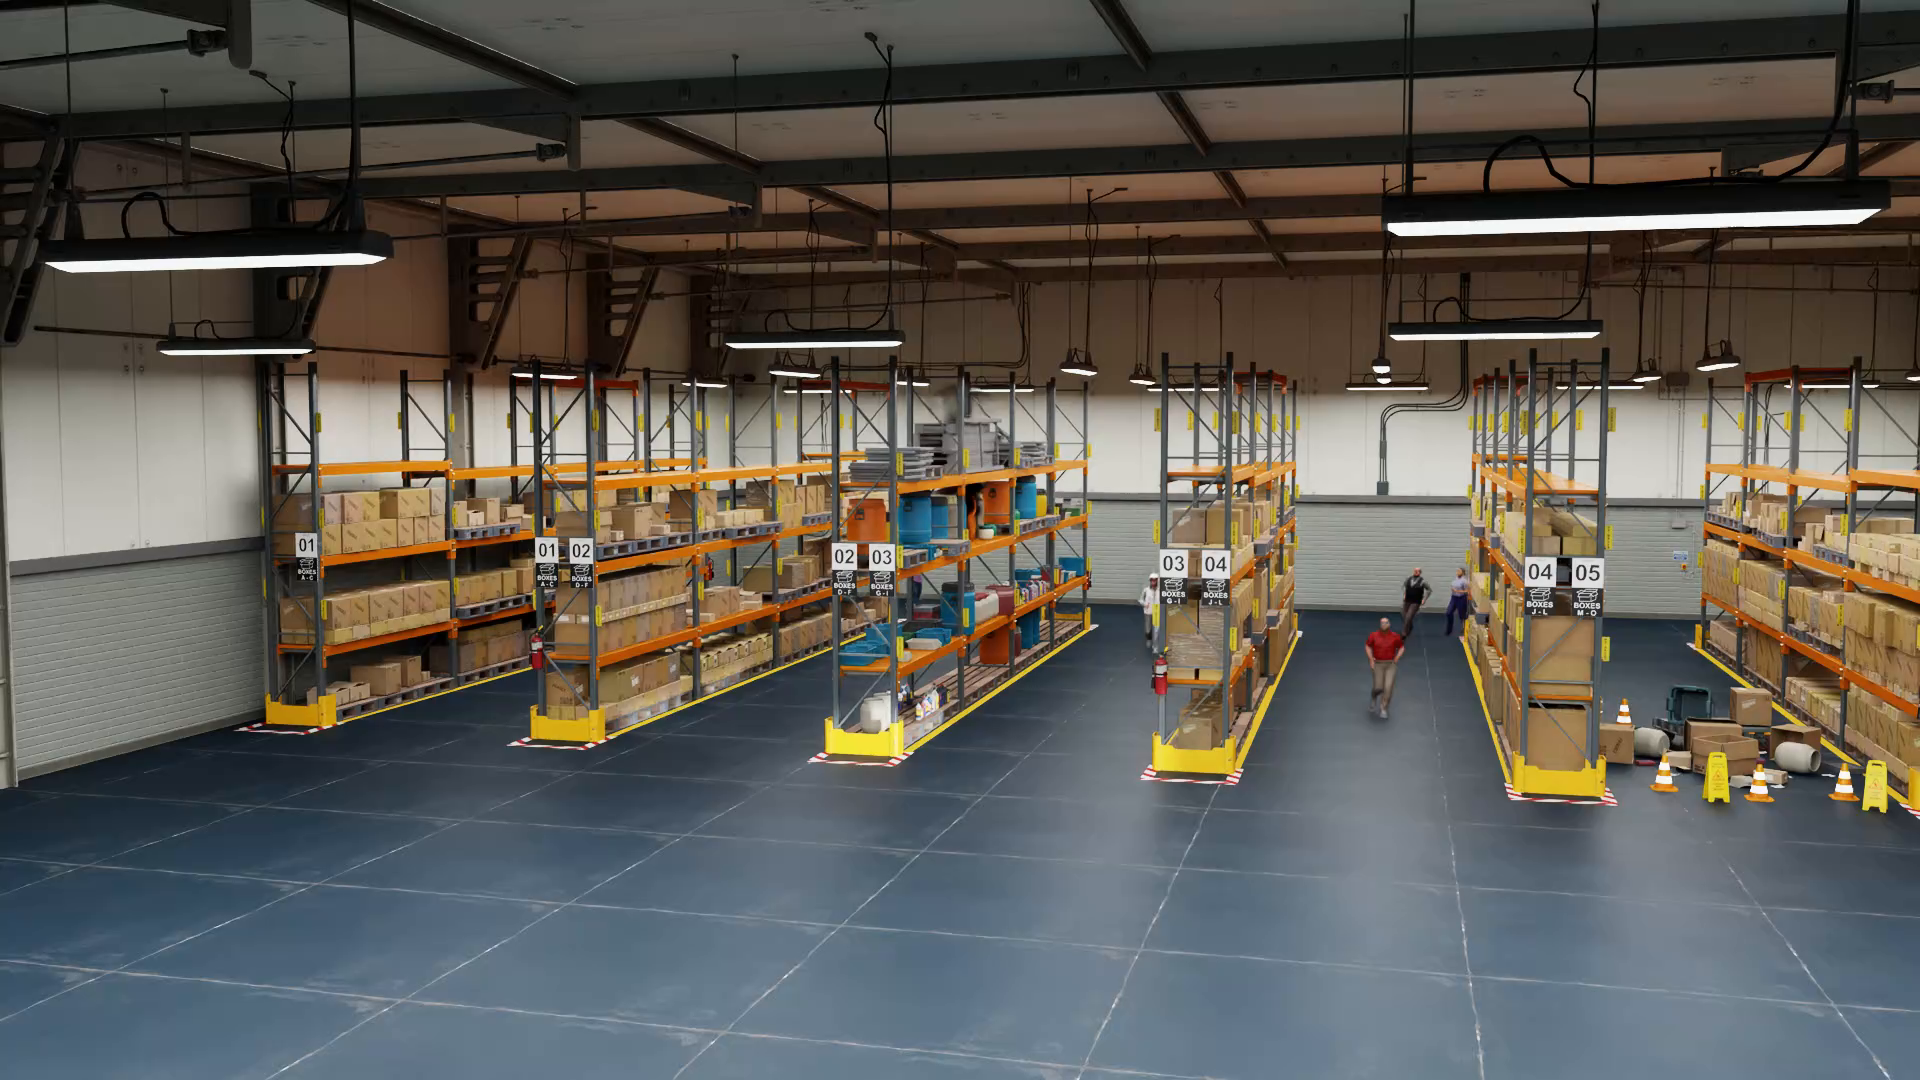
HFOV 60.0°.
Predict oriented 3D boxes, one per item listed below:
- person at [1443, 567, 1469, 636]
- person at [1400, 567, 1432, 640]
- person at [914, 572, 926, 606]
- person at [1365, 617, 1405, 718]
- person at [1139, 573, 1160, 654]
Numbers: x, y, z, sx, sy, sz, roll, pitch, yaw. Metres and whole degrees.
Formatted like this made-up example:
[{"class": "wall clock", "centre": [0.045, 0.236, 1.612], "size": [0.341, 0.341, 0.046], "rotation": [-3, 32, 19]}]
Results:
[{"class": "person", "centre": [11.799, 1.472, 39.010], "size": [0.749, 1.705, 0.599], "rotation": [-2, 5, -27]}, {"class": "person", "centre": [10.497, 1.453, 38.392], "size": [0.740, 1.693, 0.850], "rotation": [3, 5, 40]}, {"class": "person", "centre": [-1.160, 1.105, 43.824], "size": [0.540, 1.585, 0.771], "rotation": [-2, 4, -21]}, {"class": "person", "centre": [7.269, 2.167, 28.440], "size": [0.653, 1.700, 0.646], "rotation": [1, 4, 12]}, {"class": "person", "centre": [4.233, 1.593, 36.197], "size": [0.669, 1.733, 0.760], "rotation": [1, 4, 8]}]
